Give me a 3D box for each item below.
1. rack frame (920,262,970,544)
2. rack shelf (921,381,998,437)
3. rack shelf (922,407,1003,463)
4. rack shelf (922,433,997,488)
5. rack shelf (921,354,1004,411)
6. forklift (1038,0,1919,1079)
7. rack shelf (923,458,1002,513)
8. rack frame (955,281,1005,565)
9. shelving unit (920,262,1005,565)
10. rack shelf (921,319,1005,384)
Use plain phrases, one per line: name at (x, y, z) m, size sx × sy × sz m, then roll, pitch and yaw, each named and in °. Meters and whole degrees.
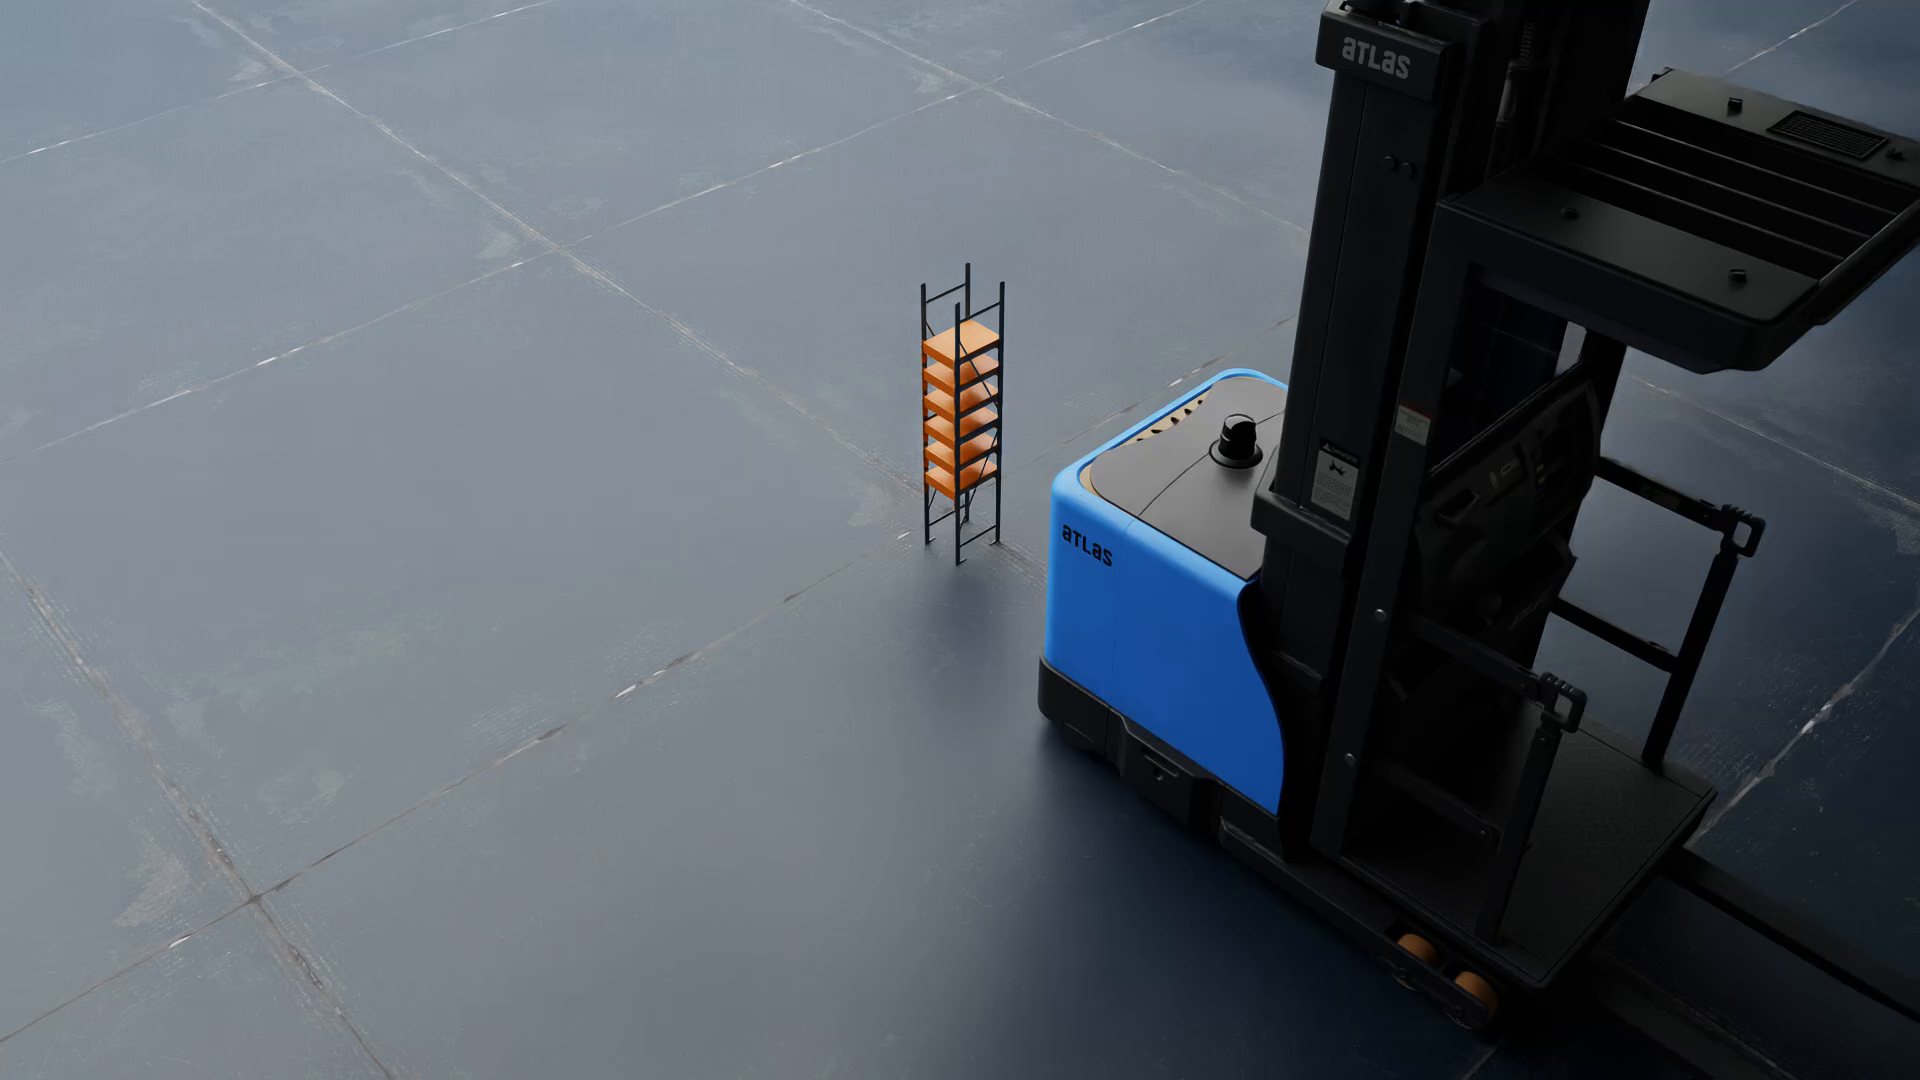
rack frame at (-0.052, -0.502, 6.417) m, size 0.240 × 1.200 × 0.006 m, roll -30°, pitch 48°, yaw -32°
rack shelf at (0.010, -0.519, 6.317) m, size 0.258 × 0.103 × 0.180 m, roll -30°, pitch 48°, yaw -32°
rack shelf at (0.010, -0.426, 6.393) m, size 0.258 × 0.103 × 0.180 m, roll -30°, pitch 48°, yaw -32°
rack shelf at (0.010, -0.332, 6.468) m, size 0.258 × 0.103 × 0.180 m, roll -30°, pitch 48°, yaw -32°
rack shelf at (0.010, -0.612, 6.242) m, size 0.258 × 0.103 × 0.180 m, roll -30°, pitch 48°, yaw -32°
forklift at (1.669, -0.059, 4.491) m, size 1.130 × 2.935 × 3.031 m, roll -32°, pitch 49°, yaw -33°
rack shelf at (0.010, -0.239, 6.543) m, size 0.258 × 0.103 × 0.180 m, roll -30°, pitch 48°, yaw -32°
rack frame at (0.072, -0.418, 6.312) m, size 0.240 × 1.200 × 0.006 m, roll -30°, pitch 48°, yaw -32°
shelving unit at (0.010, -0.460, 6.365) m, size 0.258 × 1.200 × 0.189 m, roll -30°, pitch 48°, yaw -32°
rack shelf at (0.010, -0.706, 6.166) m, size 0.258 × 0.103 × 0.180 m, roll -30°, pitch 48°, yaw -32°
